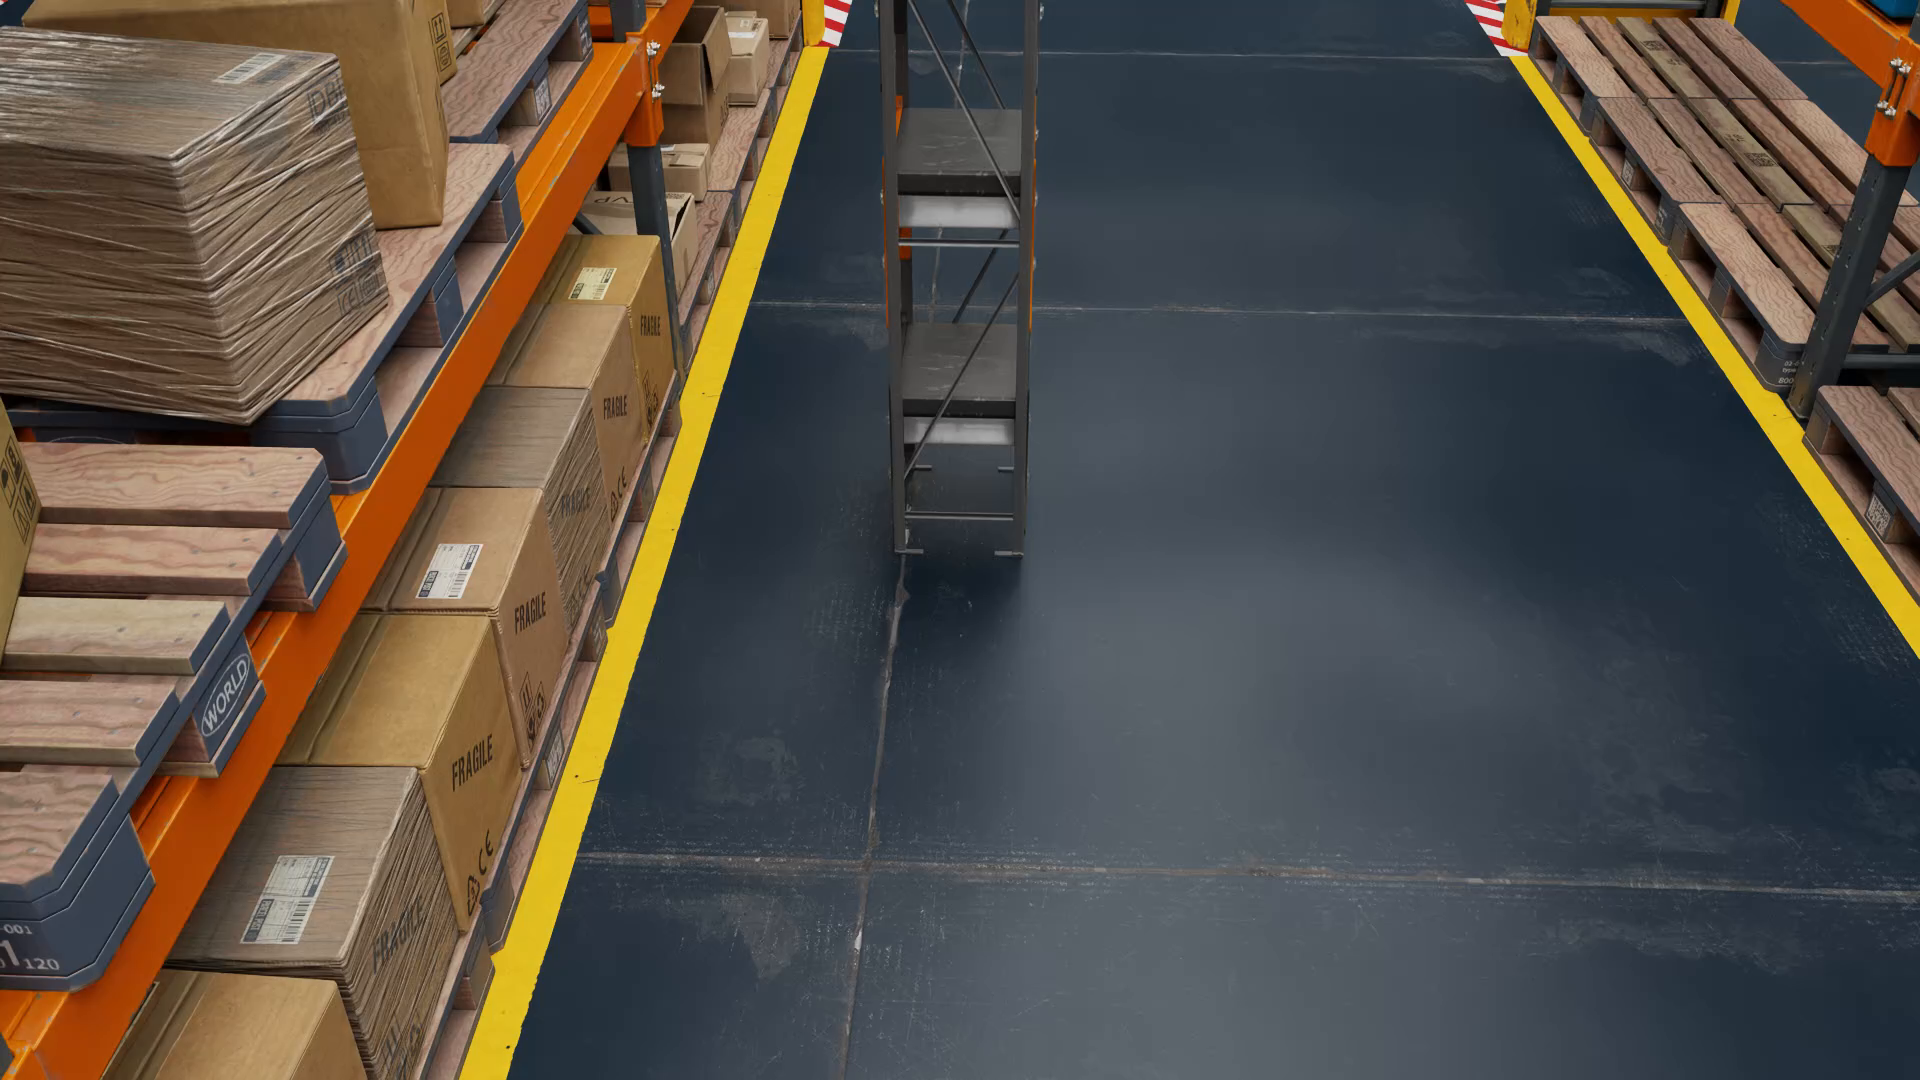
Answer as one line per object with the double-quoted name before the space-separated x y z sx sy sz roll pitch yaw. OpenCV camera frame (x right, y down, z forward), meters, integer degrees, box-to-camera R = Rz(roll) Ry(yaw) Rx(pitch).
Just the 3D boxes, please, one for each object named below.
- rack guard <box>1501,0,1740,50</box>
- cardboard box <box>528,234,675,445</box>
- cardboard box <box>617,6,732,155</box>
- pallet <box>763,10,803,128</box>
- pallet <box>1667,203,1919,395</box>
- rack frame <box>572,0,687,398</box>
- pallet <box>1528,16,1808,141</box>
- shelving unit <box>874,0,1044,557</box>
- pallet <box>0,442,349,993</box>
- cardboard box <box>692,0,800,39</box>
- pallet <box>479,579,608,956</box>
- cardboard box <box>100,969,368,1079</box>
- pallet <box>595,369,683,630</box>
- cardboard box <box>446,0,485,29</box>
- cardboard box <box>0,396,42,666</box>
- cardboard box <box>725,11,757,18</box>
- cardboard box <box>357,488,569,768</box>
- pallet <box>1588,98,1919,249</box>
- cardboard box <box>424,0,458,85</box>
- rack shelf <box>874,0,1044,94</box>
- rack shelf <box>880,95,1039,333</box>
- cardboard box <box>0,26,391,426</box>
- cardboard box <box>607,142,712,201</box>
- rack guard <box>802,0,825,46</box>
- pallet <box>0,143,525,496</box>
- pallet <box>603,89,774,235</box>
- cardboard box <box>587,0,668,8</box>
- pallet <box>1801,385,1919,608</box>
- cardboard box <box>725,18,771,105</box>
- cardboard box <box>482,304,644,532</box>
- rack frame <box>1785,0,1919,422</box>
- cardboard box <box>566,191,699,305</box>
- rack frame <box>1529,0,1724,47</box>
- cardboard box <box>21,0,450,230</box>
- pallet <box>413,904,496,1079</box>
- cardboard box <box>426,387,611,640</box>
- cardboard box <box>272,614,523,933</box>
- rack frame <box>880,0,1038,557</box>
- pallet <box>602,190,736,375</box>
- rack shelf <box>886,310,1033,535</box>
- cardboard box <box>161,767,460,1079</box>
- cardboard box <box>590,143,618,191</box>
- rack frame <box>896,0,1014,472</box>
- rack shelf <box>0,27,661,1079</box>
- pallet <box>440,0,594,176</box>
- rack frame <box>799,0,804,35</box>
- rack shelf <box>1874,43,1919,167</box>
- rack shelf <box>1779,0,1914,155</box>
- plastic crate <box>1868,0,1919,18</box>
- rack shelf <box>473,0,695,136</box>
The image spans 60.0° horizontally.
"rack guard" 3.596 -2.957 9.023 1.175 0.500 0.348 1 35 2
"cardboard box" -1.235 -0.651 5.359 0.500 0.500 0.500 1 35 2
"cardboard box" -1.431 -2.022 7.307 0.797 0.503 0.637 1 35 2
"pallet" -1.375 -2.439 8.538 1.003 0.211 1.213 1 35 2
"pallet" 3.438 -0.950 6.418 1.003 0.211 1.213 1 35 2
"rack frame" -1.502 -1.784 5.180 1.000 3.000 0.127 1 35 2
"pallet" 3.536 -2.352 8.413 1.003 0.211 1.213 1 35 2
"shelving unit" 0.007 -0.954 4.782 0.431 2.100 0.503 1 35 2
"pallet" -1.705 0.202 2.521 1.213 0.211 1.003 1 35 2
"cardboard box" -1.117 -2.921 8.589 0.500 0.500 0.500 1 35 2
"pallet" -1.543 0.528 4.315 1.003 0.211 1.213 1 35 2
"cardboard box" -1.358 1.102 2.865 0.500 0.500 0.500 3 35 4
"pallet" -1.496 -0.175 5.315 1.003 0.211 1.213 1 35 2
"cardboard box" -1.744 -1.730 4.650 0.700 0.500 0.500 -10 36 -14
"cardboard box" -1.750 -0.063 2.279 0.700 0.500 0.500 -10 36 -14
"cardboard box" -1.223 -2.554 8.357 0.380 0.166 0.250 1 35 2
"cardboard box" -1.302 0.213 4.130 0.500 0.500 0.500 0 35 0
"pallet" 3.485 -1.653 7.418 1.003 0.211 1.213 1 35 2
"cardboard box" -1.708 -1.333 4.086 0.700 0.500 0.500 7 36 9
"rack shelf" 0.007 -1.516 4.387 0.431 0.518 0.480 1 35 2
"rack shelf" 0.007 -0.943 4.789 0.431 0.518 0.480 1 35 2
"cardboard box" -1.522 -0.584 3.020 0.700 0.500 0.500 8 36 11
"cardboard box" -1.244 -1.538 6.911 0.380 0.166 0.250 1 35 2
"rack guard" -1.344 -3.016 9.106 1.175 0.500 0.348 1 35 2
"pallet" -1.589 -0.525 3.555 1.003 0.211 1.213 1 35 2
"pallet" -1.427 -1.740 7.543 1.003 0.211 1.213 1 35 2
"cardboard box" -1.209 -2.111 5.559 0.500 0.500 0.500 2 35 3
"pallet" 3.375 -0.084 5.186 1.003 0.211 1.213 1 35 2
"cardboard box" -1.185 -2.274 7.886 0.500 0.250 0.500 1 35 2
"cardboard box" -1.263 -0.367 4.955 0.500 0.500 0.500 1 35 2
"rack frame" 3.448 -1.667 5.014 1.000 3.000 0.127 1 35 2
"cardboard box" -1.269 -1.100 6.162 0.500 0.311 0.500 1 35 2
"rack frame" 3.608 -3.966 8.284 1.000 3.000 0.127 1 35 2
"cardboard box" -1.511 -0.980 3.584 0.700 0.500 0.500 -7 36 -10
"pallet" -1.594 1.227 3.321 1.003 0.211 1.213 1 35 2
"cardboard box" -1.284 -0.079 4.545 0.500 0.500 0.500 2 35 2
"cardboard box" -1.318 0.513 3.703 0.500 0.500 0.500 1 35 1
"rack frame" -0.003 -0.814 4.582 0.400 2.100 0.015 1 35 2
"pallet" -1.473 -1.038 6.543 1.003 0.211 1.213 1 35 2
"rack shelf" 0.007 -0.370 5.192 0.431 0.518 0.480 1 35 2
"cardboard box" -1.343 0.801 3.293 0.500 0.500 0.500 0 35 0
"cardboard box" -1.732 -1.629 6.915 0.500 0.311 0.500 1 35 2
"rack frame" 0.016 -1.094 4.981 0.400 2.100 0.015 1 35 2
"rack shelf" -1.582 -0.341 3.752 1.077 0.370 4.000 1 35 2
"pallet" -1.643 -1.249 4.585 1.003 0.211 1.213 1 35 2
"rack frame" -1.341 -4.082 8.450 1.000 3.000 0.127 1 35 2
"rack shelf" 3.367 -0.224 3.586 1.077 0.370 4.000 1 35 2
"rack shelf" 3.528 -2.522 6.856 1.077 0.370 4.000 1 35 2
"plastic crate" 3.126 -1.962 5.394 0.392 0.384 0.575 1 35 2
"rack shelf" -1.421 -2.639 7.022 1.077 0.370 4.000 1 35 2
